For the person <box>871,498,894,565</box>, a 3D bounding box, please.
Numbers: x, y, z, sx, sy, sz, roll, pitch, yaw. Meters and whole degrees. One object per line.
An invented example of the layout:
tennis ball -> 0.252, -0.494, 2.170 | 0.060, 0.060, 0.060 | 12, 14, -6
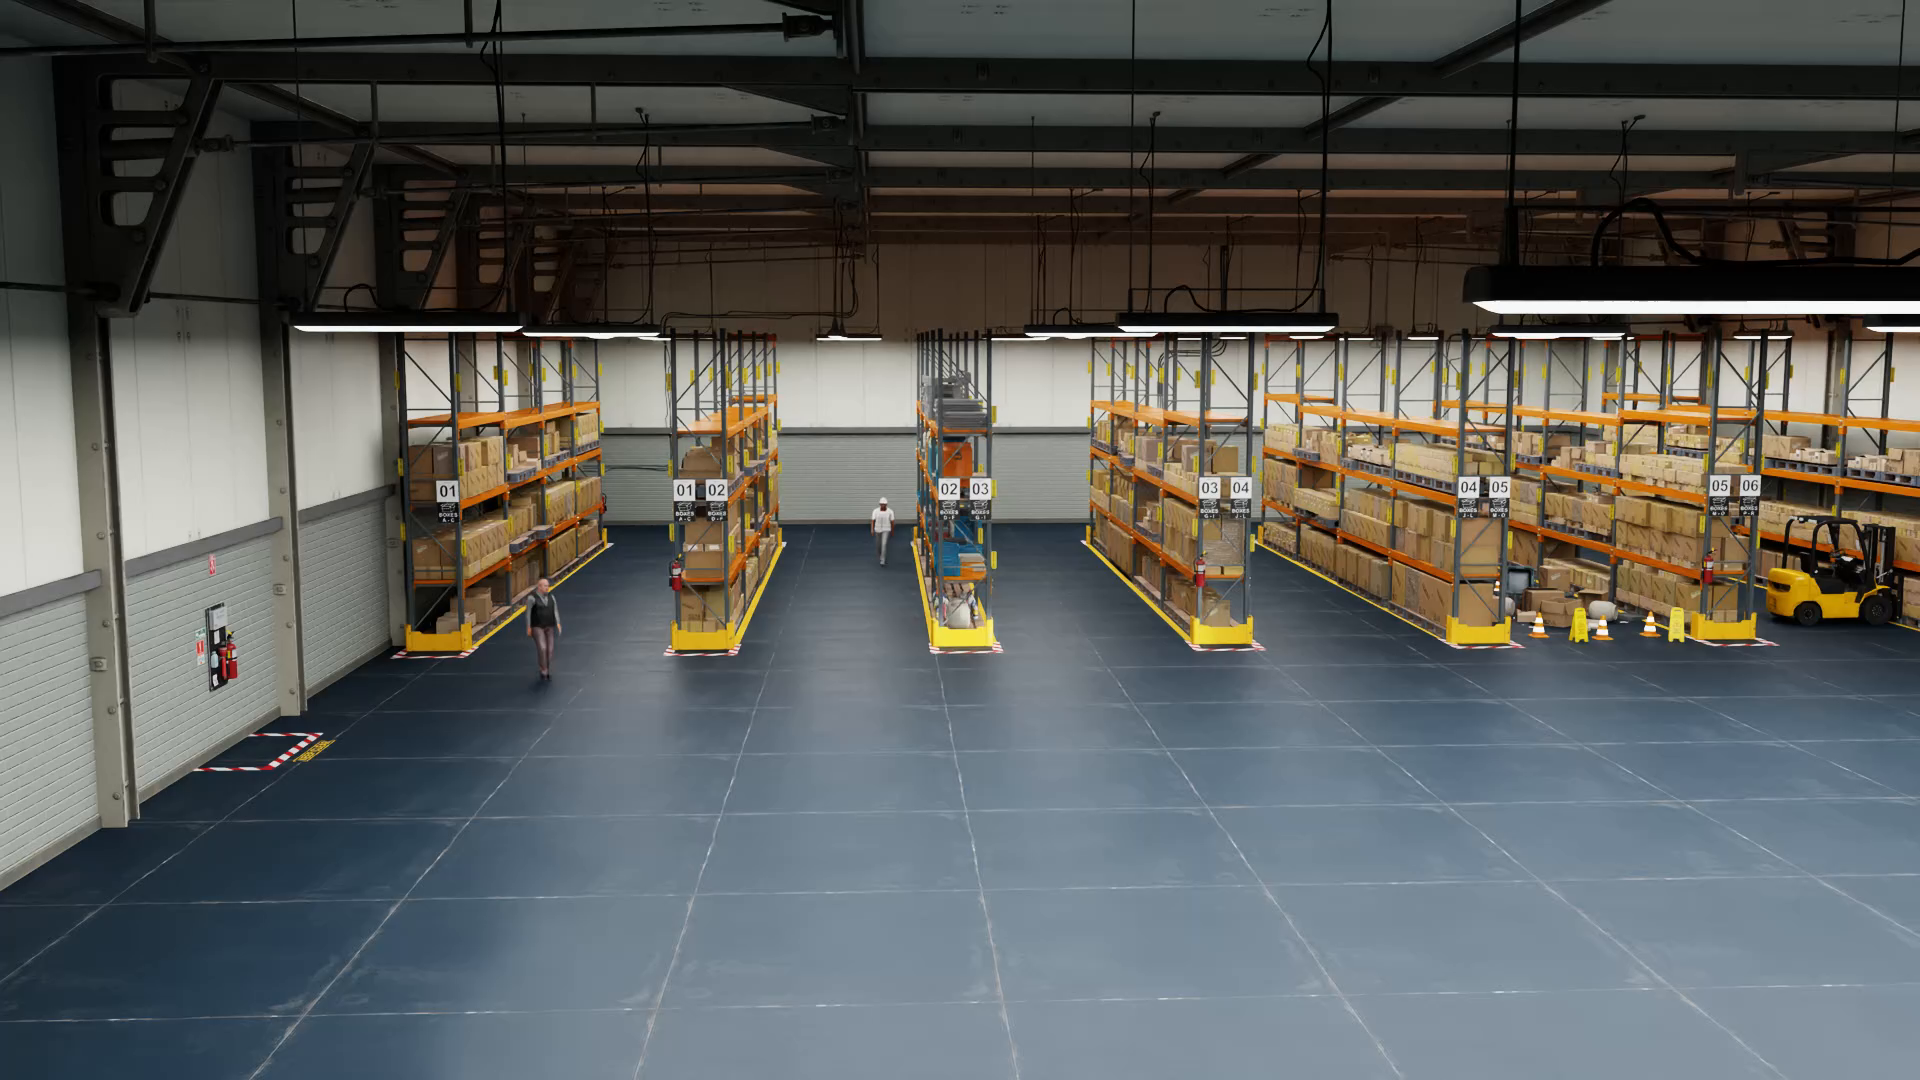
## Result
person -> -2.018, -0.240, 43.260 | 0.578, 1.733, 0.980 | 1, 7, 9

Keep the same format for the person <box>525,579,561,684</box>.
person -> -7.060, 1.555, 28.379 | 0.565, 1.772, 0.573 | -7, 9, -44
